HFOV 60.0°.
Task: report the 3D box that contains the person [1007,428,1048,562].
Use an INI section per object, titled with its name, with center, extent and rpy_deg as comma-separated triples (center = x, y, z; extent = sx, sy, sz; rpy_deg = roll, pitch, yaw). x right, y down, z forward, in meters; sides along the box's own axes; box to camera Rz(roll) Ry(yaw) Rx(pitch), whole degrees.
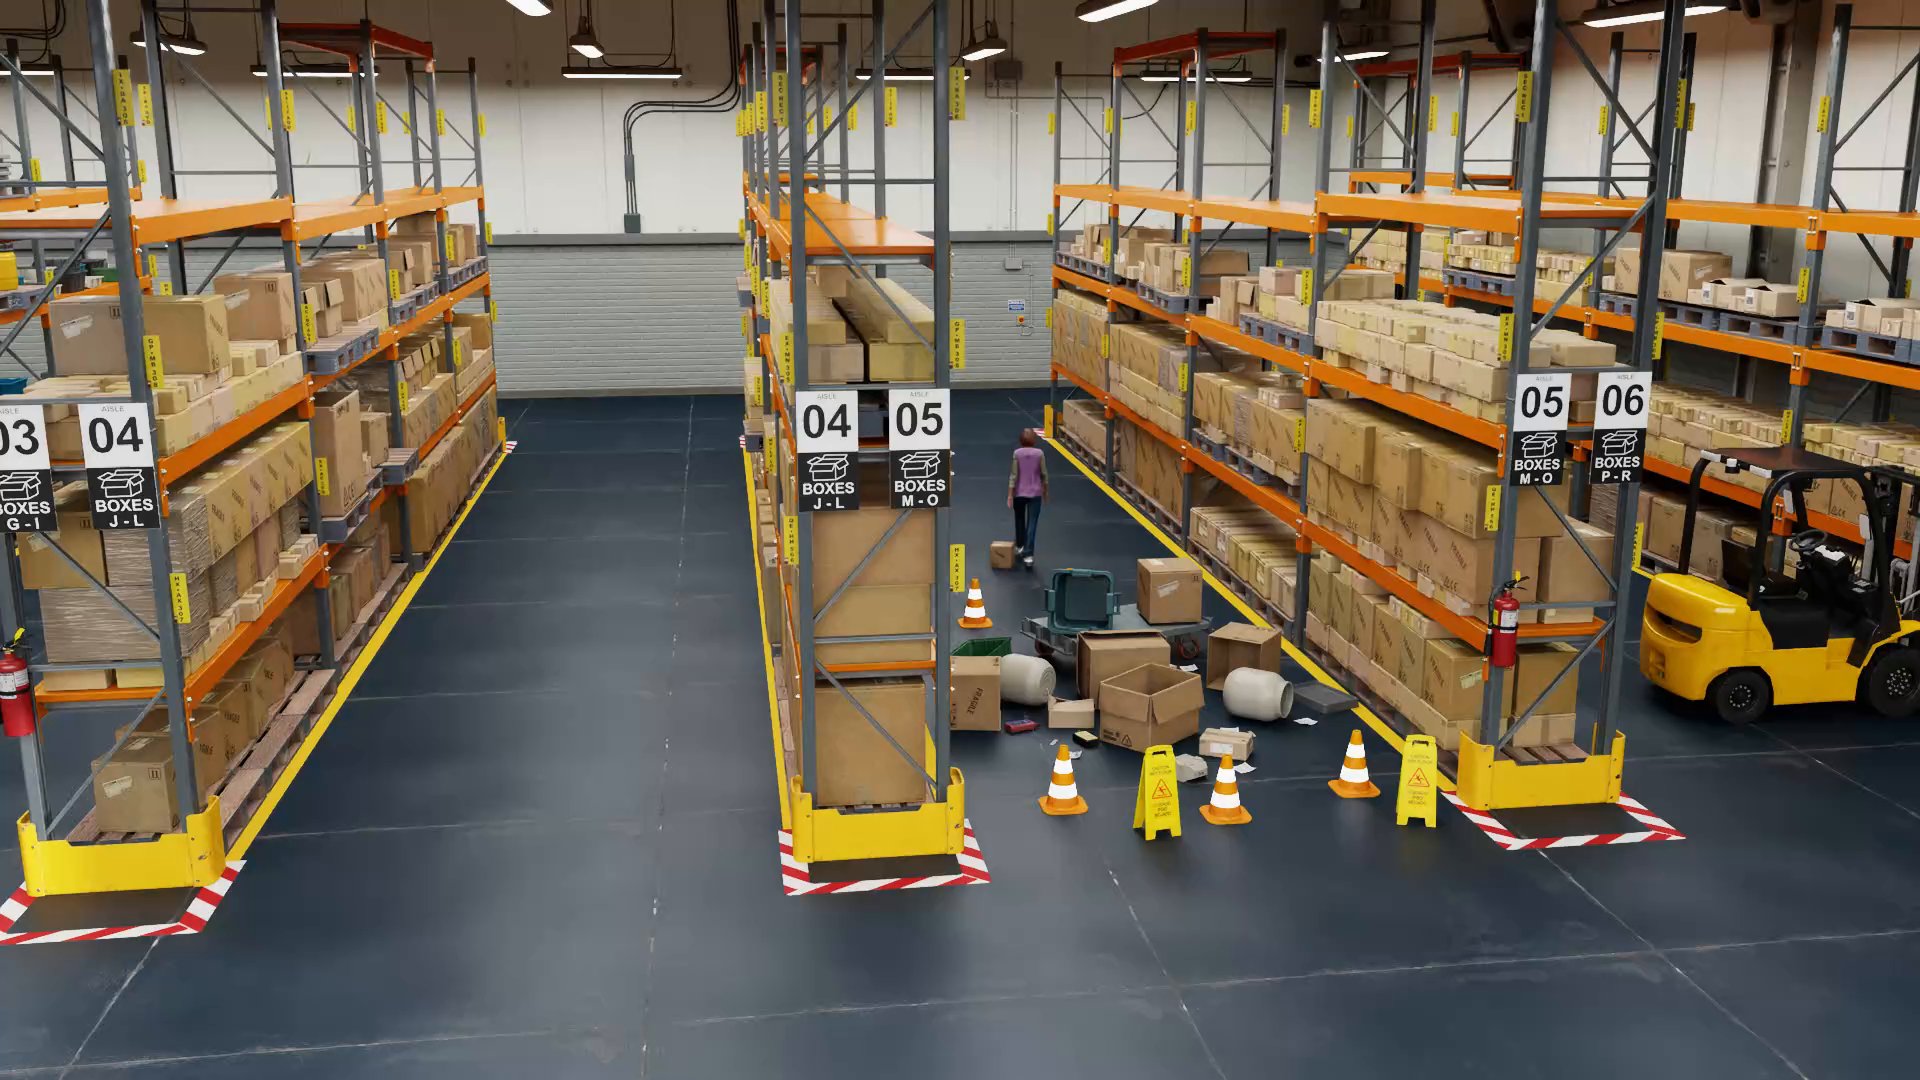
[person]
center = 0.794, -0.544, 19.281
extent = 0.457, 1.531, 0.977
rpy_deg = 2, 14, 7
